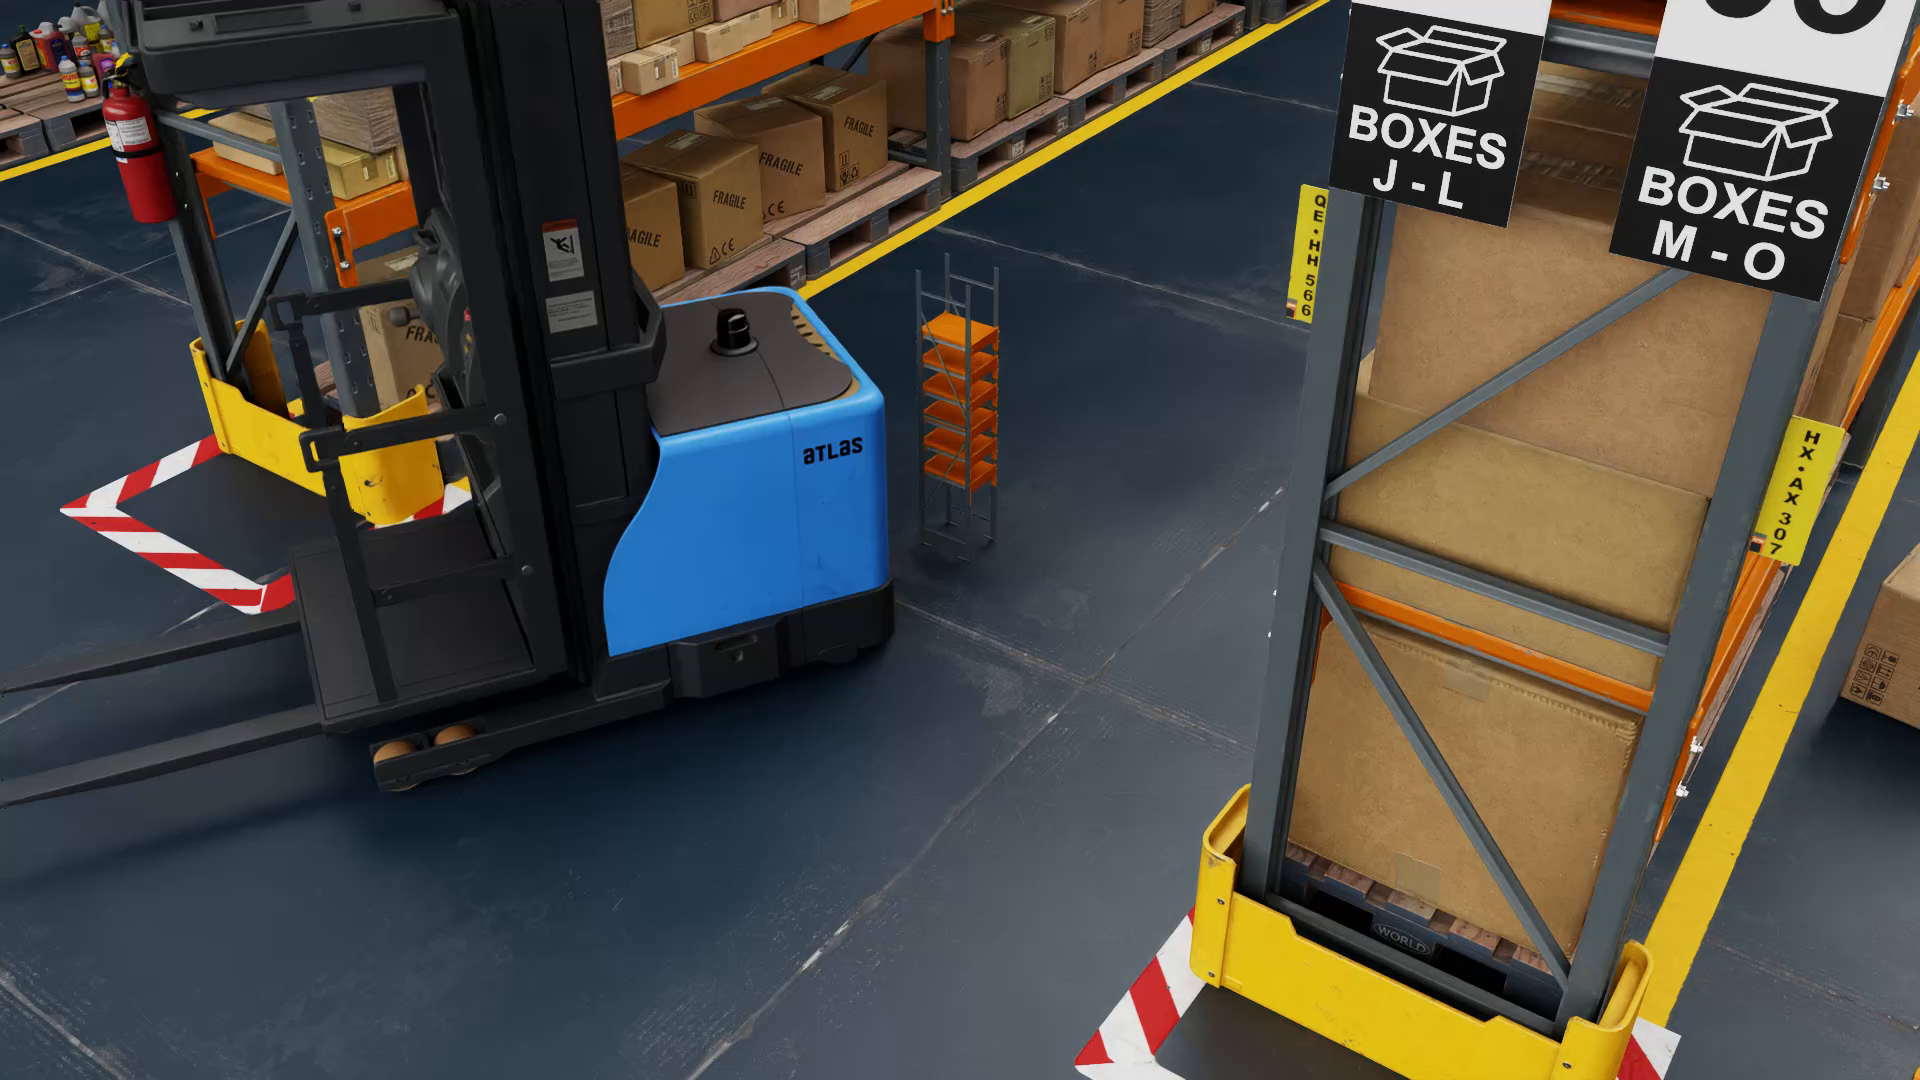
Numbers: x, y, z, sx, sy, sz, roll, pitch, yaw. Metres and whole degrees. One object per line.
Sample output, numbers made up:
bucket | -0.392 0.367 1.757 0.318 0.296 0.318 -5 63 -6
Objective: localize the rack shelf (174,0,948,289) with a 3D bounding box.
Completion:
rack shelf | -1.635 -2.139 7.877 1.077 0.370 4.000 21 39 28

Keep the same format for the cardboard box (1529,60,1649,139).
cardboard box | 1.723 -0.836 4.211 0.875 0.550 0.550 21 39 28

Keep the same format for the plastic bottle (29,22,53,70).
plastic bottle | -5.991 -3.245 10.909 0.152 0.276 0.135 22 40 29

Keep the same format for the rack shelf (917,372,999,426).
rack shelf | -0.008 -0.553 6.362 0.258 0.103 0.180 21 39 28

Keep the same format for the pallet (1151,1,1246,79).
pallet | 1.339 -3.684 12.009 1.003 0.211 1.213 21 39 28

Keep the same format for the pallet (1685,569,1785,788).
pallet | 2.330 0.317 6.092 1.003 0.211 1.213 21 39 28

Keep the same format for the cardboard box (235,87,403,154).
cardboard box | -2.439 -1.926 6.565 0.875 0.500 0.500 21 39 28

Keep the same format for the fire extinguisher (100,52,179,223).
fire extinguisher | -3.219 -1.579 6.476 0.296 0.674 0.183 21 39 28

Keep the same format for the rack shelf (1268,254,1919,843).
rack shelf | 2.382 -0.508 5.466 1.077 0.370 4.000 21 39 28

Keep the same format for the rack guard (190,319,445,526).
rack guard | -2.732 -0.516 7.067 1.175 0.500 0.348 21 39 28

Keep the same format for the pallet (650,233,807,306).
pallet | -1.543 -1.318 8.511 1.003 0.211 1.213 21 39 28

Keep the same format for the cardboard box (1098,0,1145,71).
cardboard box | 0.797 -3.508 11.098 0.700 0.500 0.500 25 41 32

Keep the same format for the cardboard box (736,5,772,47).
cardboard box | -1.129 -2.501 7.995 0.380 0.149 0.250 21 39 28

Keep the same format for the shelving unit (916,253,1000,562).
shelving unit | -0.008 -0.490 6.404 0.258 1.200 0.189 21 39 28

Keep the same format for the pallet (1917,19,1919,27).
pallet | 1.656 -1.436 3.598 1.003 0.211 1.213 21 39 28

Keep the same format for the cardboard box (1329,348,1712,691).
cardboard box | 1.416 -0.133 4.135 0.875 0.550 0.550 21 39 28

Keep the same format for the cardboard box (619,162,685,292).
cardboard box | -1.720 -1.505 8.155 0.500 0.500 0.500 25 42 32

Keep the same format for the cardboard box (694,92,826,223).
cardboard box | -1.076 -2.059 8.973 0.500 0.500 0.500 -23 40 -30

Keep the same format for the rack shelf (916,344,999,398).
rack shelf | -0.008 -0.652 6.294 0.258 0.103 0.180 21 39 28

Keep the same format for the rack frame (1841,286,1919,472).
rack frame | 3.523 -1.727 6.625 1.000 3.000 0.127 21 39 28

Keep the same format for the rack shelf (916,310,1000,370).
rack shelf | -0.008 -0.752 6.227 0.258 0.103 0.180 21 39 28

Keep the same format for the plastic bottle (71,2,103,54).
plastic bottle | -5.821 -3.417 11.098 0.144 0.351 0.185 23 40 30

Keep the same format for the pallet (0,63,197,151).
pallet | -5.676 -2.925 10.886 1.003 0.211 1.213 21 39 28

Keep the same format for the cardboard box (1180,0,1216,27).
cardboard box | 1.421 -4.030 11.871 0.700 0.500 0.500 19 38 26

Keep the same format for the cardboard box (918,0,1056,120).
cardboard box | 0.161 -2.993 10.337 0.700 0.500 0.500 21 39 28

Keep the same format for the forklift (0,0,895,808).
forklift | -1.803 -0.719 5.196 3.031 2.935 1.130 -14 37 -20

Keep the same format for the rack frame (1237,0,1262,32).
rack frame | 1.786 -5.198 11.759 1.000 3.000 0.127 21 39 28

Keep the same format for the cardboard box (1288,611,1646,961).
cardboard box | 1.574 0.487 4.874 0.875 0.875 0.875 21 40 28

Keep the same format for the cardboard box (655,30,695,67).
cardboard box | -1.448 -2.284 7.674 0.380 0.149 0.250 21 39 28

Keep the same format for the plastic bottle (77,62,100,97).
plastic bottle | -5.495 -2.904 10.472 0.097 0.201 0.097 0 34 0

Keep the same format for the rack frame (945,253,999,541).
rack frame | 0.044 -0.532 6.466 0.240 1.200 0.006 21 39 28

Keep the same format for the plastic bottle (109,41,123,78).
plastic bottle | -5.359 -3.043 10.615 0.097 0.271 0.097 0 34 0

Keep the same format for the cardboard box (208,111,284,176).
cardboard box | -2.782 -1.610 6.677 0.380 0.149 0.250 21 39 28

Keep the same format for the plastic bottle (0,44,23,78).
plastic bottle | -6.157 -3.107 10.772 0.097 0.201 0.097 0 34 0

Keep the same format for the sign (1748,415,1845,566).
sign | 1.694 -0.097 3.372 0.100 0.325 0.005 21 39 28

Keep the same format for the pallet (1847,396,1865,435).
pallet | 3.901 -0.951 7.967 1.003 0.211 1.213 21 39 28

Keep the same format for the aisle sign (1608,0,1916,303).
aisle sign | 1.448 -0.834 2.985 0.394 0.787 0.004 21 39 28

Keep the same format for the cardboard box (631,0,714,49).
cardboard box | -1.637 -2.637 7.616 0.875 0.500 0.500 21 39 28

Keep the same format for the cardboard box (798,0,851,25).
cardboard box | -0.769 -2.702 8.292 0.380 0.149 0.250 21 39 28

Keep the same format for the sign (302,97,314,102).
sign | -2.329 -1.702 5.816 0.100 0.325 0.005 21 39 28

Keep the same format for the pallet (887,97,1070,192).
pallet | -0.052 -2.561 10.349 1.003 0.211 1.213 21 39 28

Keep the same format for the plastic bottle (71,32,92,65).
plastic bottle | -5.799 -3.247 10.979 0.097 0.201 0.097 0 34 0

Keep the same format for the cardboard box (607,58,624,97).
cardboard box | -1.710 -2.045 7.320 0.380 0.149 0.250 21 39 28

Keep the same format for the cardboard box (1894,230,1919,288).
cardboard box | 3.027 -1.355 5.942 0.875 0.550 0.550 21 39 28

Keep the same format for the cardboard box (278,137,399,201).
cardboard box | -2.417 -1.467 6.467 0.380 0.149 0.250 21 39 28
